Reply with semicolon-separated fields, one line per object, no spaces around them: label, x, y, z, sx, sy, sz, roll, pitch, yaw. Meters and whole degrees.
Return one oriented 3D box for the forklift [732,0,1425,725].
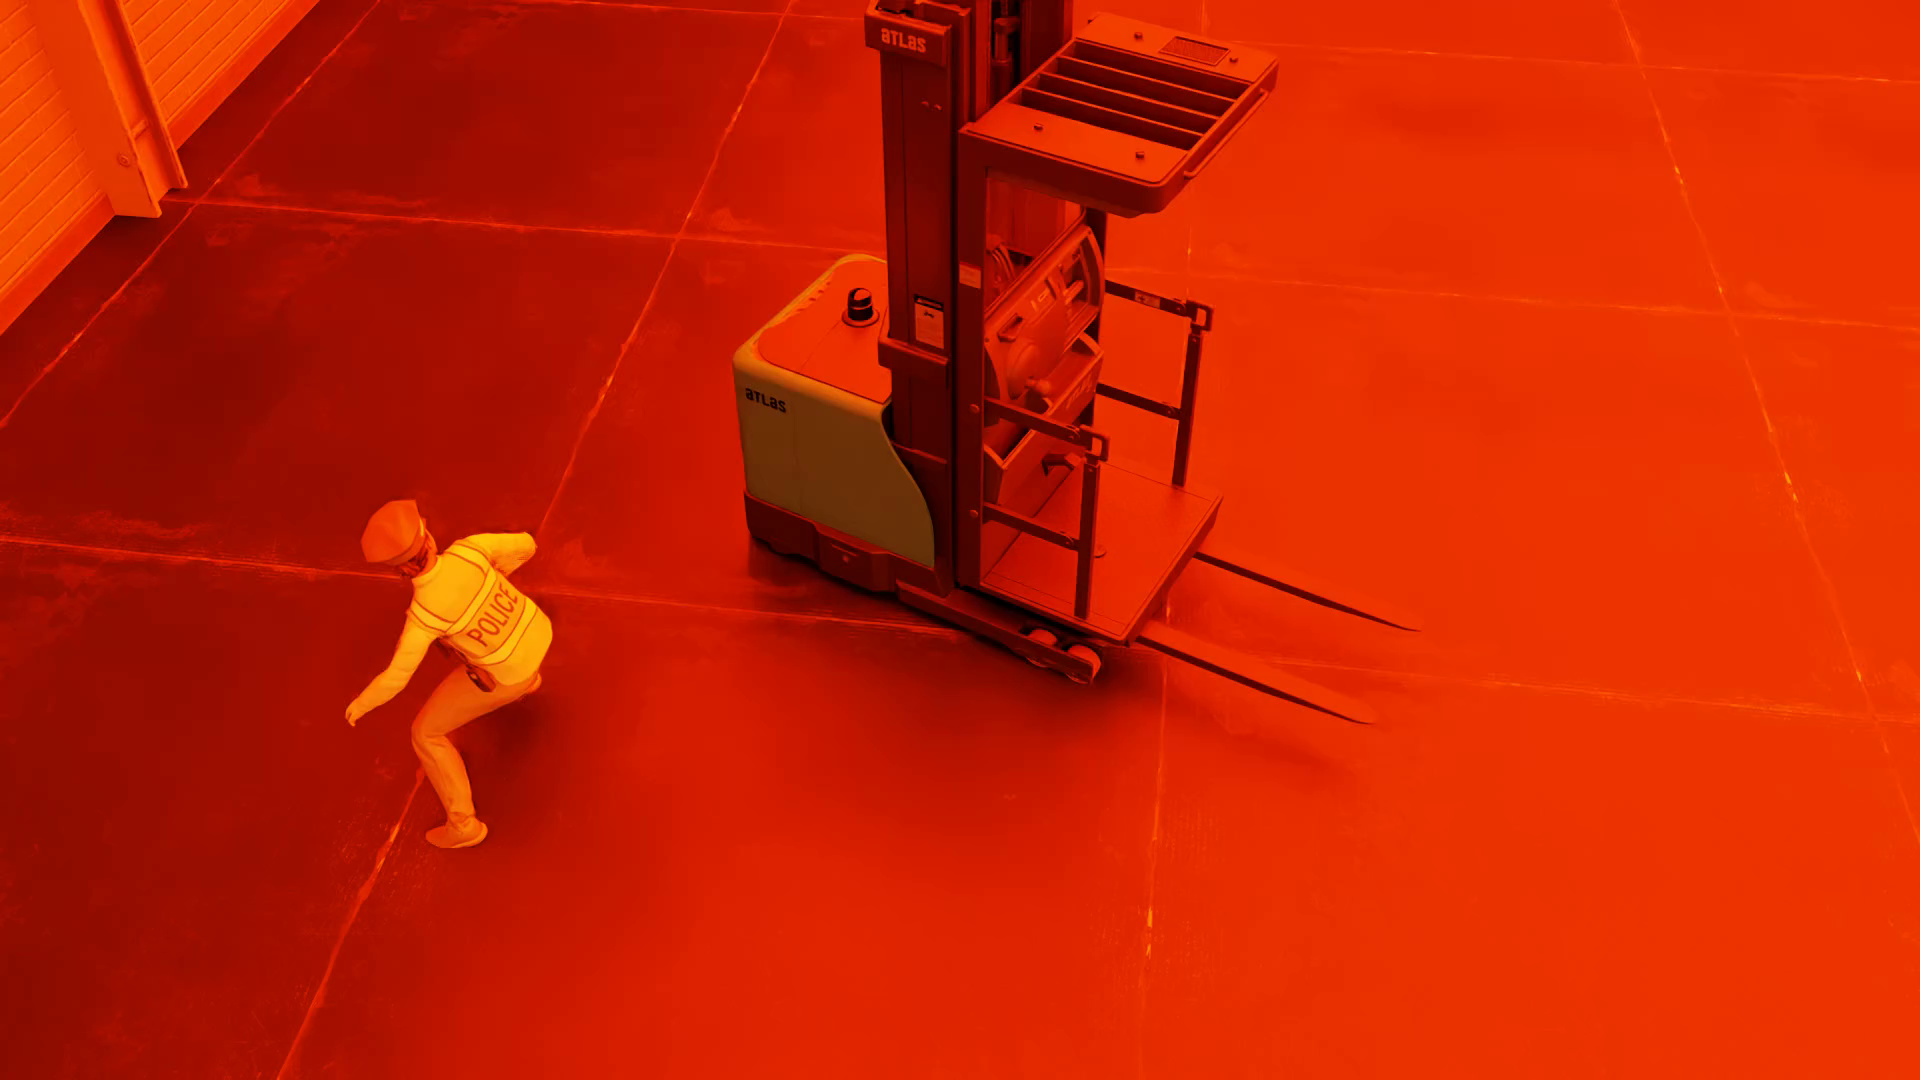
forklift;0.529;-0.874;6.675;3.031;2.935;1.130;21;47;22

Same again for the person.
person;-1.942;0.441;6.395;0.656;1.470;0.839;13;44;14
